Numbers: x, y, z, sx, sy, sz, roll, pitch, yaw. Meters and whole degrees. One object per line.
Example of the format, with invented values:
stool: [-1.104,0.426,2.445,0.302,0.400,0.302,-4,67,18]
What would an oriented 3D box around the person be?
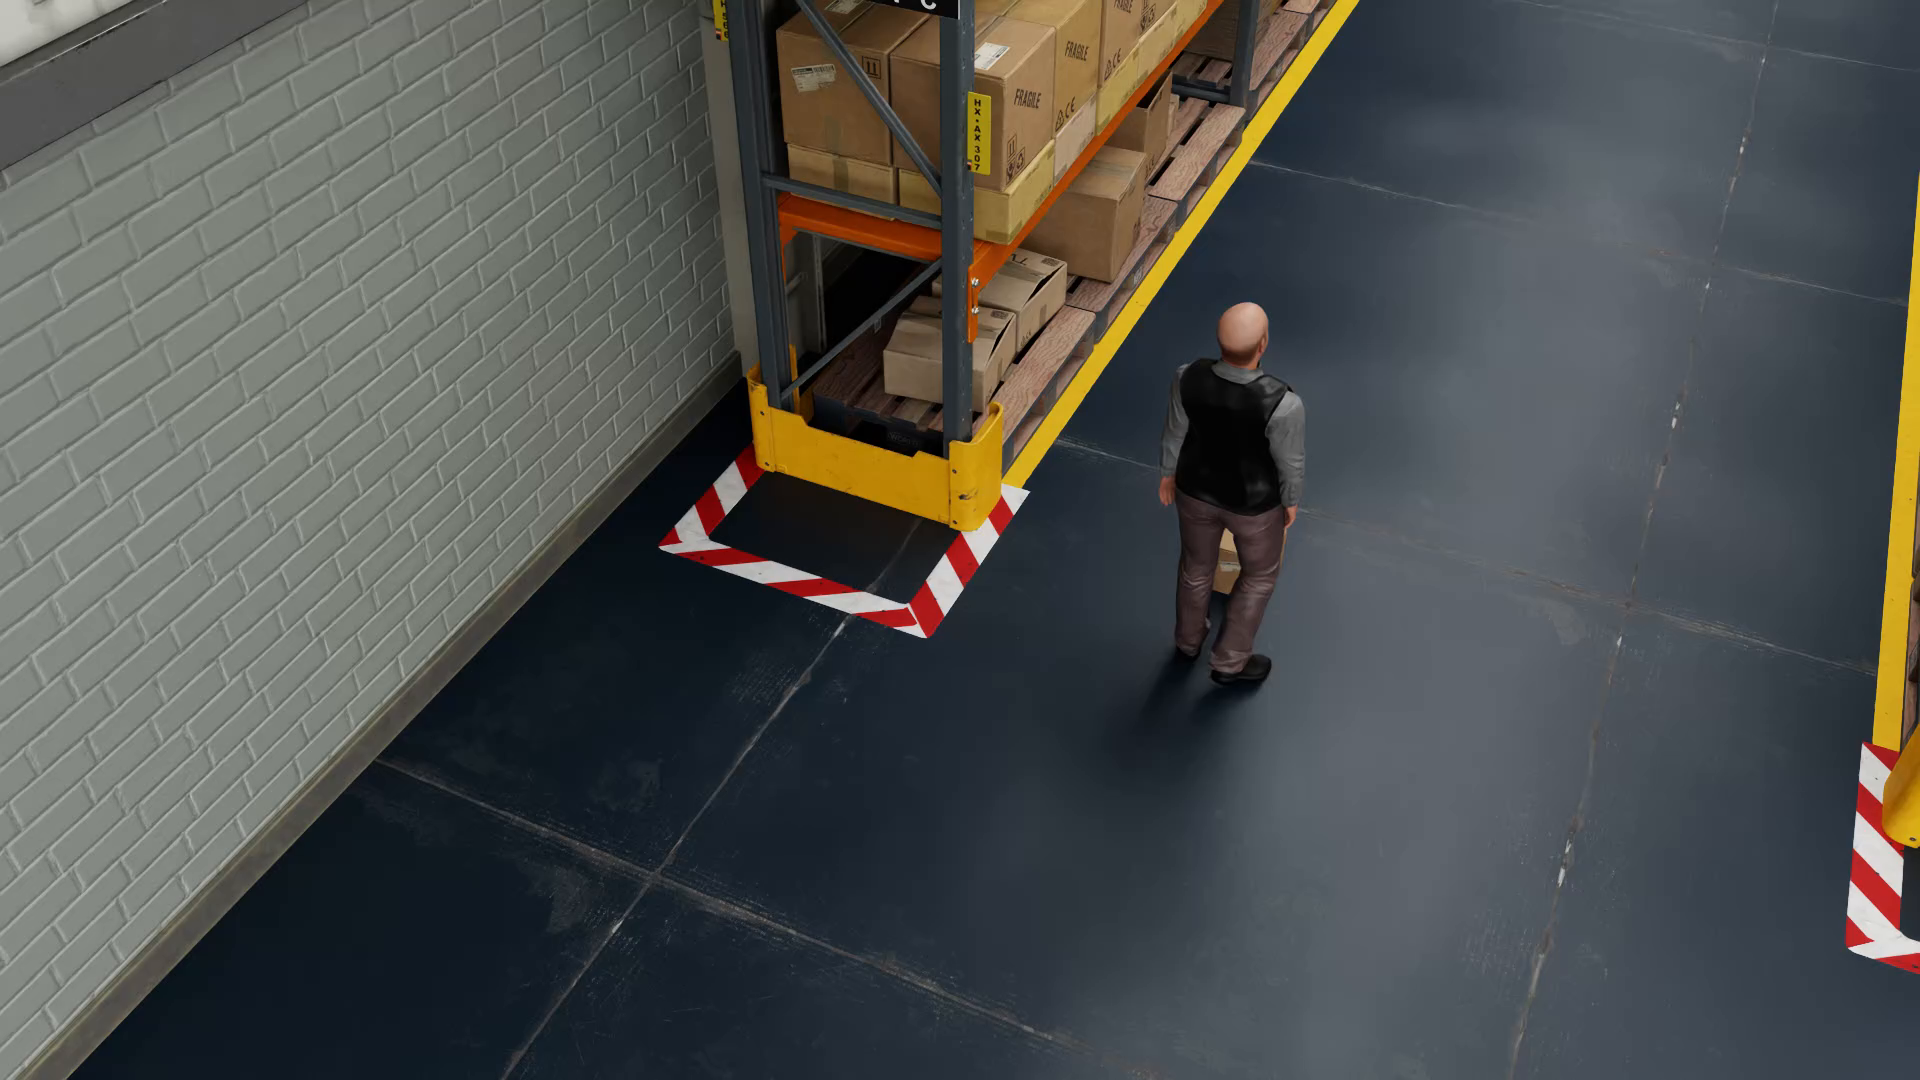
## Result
person: [1.027,-0.177,6.361,0.561,1.726,0.399,20,46,21]
